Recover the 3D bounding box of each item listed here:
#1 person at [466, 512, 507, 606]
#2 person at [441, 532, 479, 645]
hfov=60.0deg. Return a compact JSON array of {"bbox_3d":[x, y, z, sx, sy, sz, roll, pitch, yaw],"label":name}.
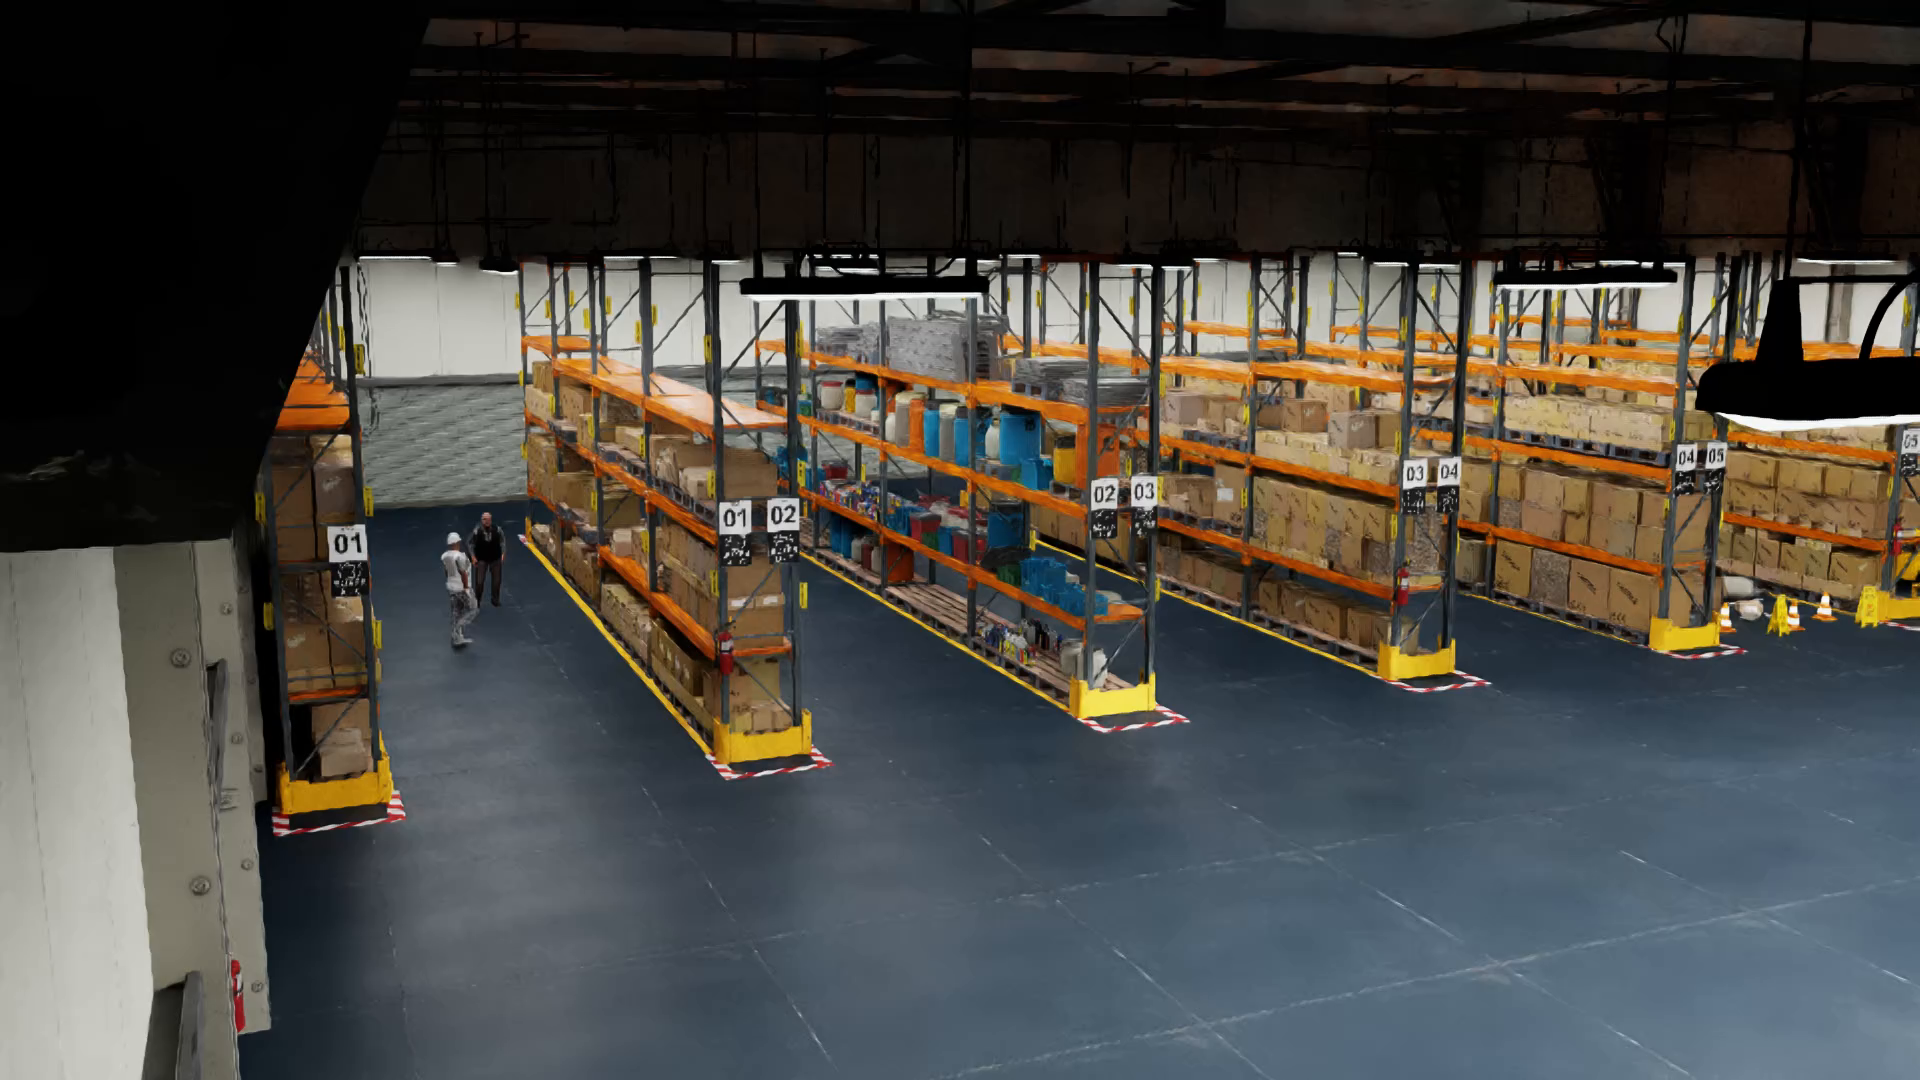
[{"bbox_3d":[-8.134,0.331,28.622,0.677,1.674,0.534,-5,11,-24],"label":"person"},{"bbox_3d":[-7.813,0.765,25.899,0.604,1.781,0.444,9,14,41],"label":"person"}]
